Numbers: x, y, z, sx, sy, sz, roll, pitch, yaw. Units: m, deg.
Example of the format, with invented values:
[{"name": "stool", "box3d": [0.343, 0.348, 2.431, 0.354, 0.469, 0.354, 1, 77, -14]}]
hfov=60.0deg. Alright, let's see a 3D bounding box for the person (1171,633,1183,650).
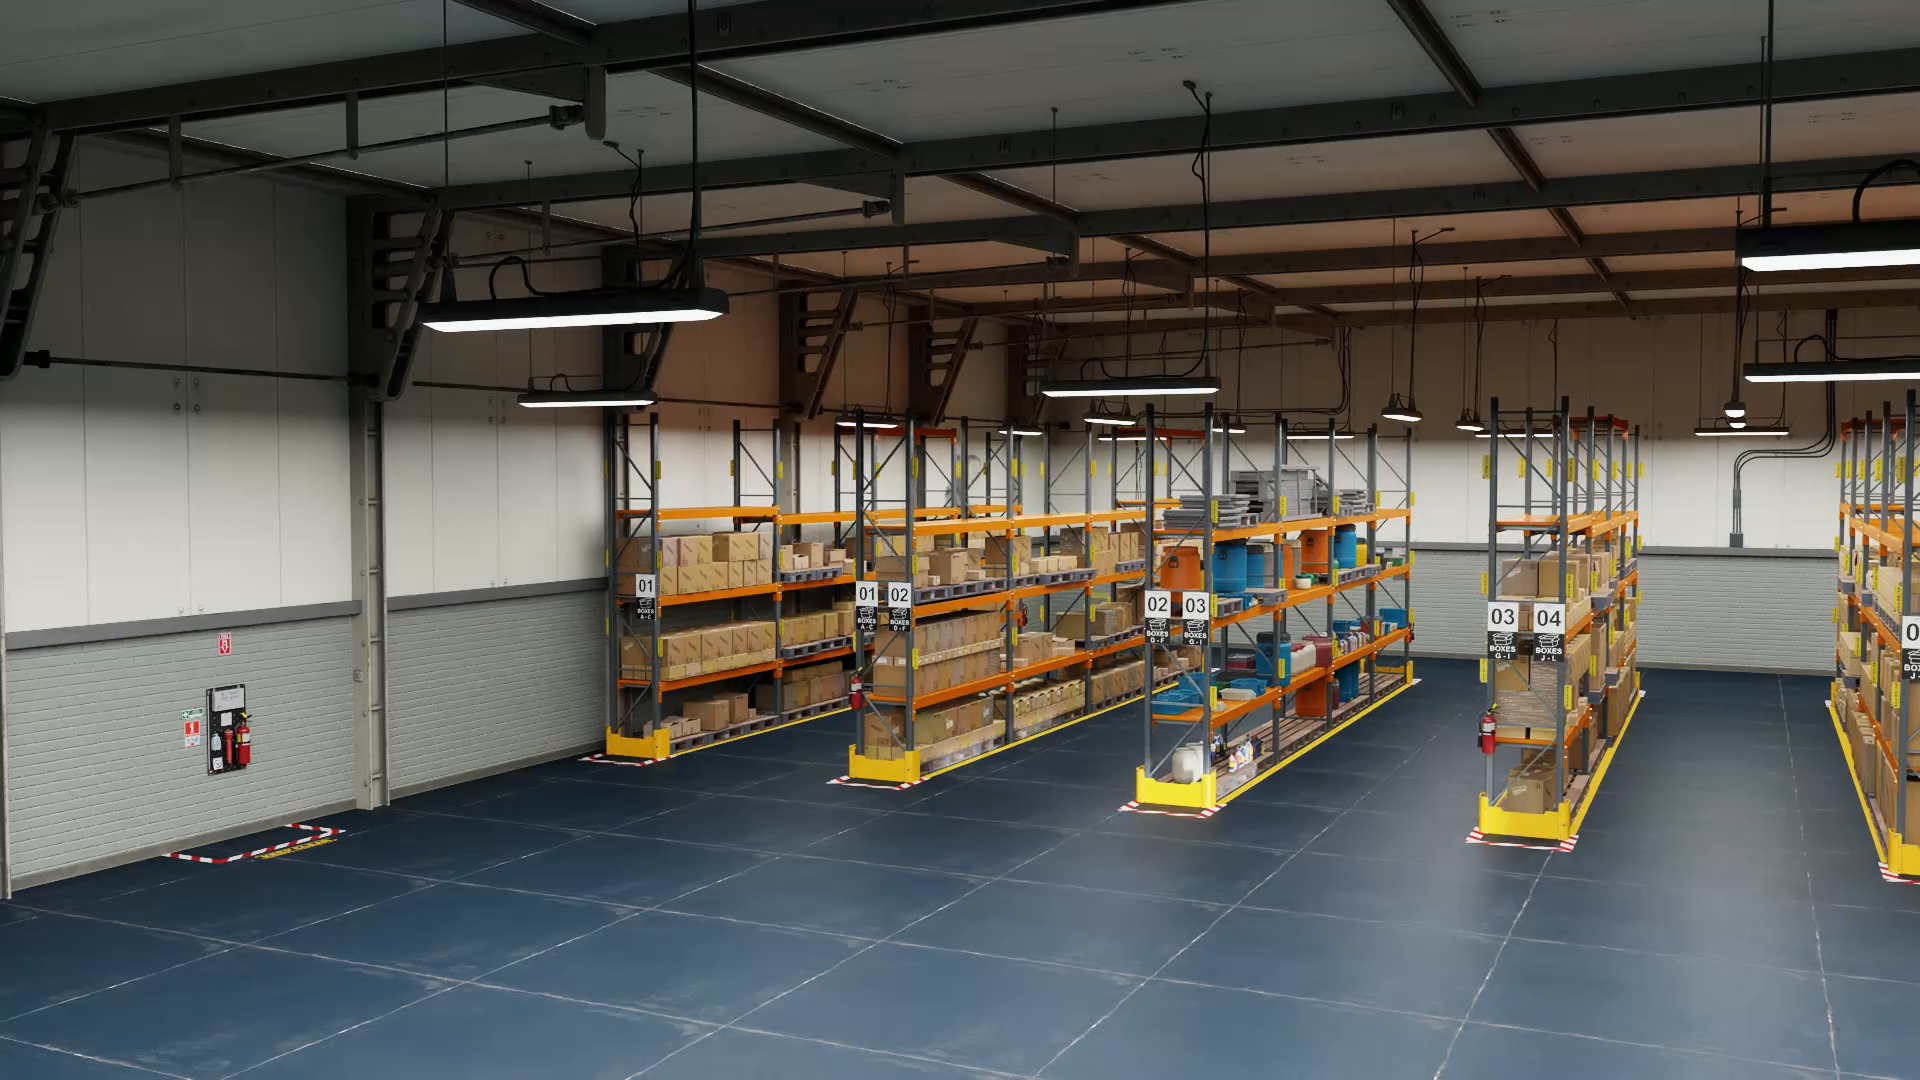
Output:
[{"name": "person", "box3d": [5.710, 2.327, 42.829, 0.948, 1.767, 0.710, 2, 3, 37]}]
